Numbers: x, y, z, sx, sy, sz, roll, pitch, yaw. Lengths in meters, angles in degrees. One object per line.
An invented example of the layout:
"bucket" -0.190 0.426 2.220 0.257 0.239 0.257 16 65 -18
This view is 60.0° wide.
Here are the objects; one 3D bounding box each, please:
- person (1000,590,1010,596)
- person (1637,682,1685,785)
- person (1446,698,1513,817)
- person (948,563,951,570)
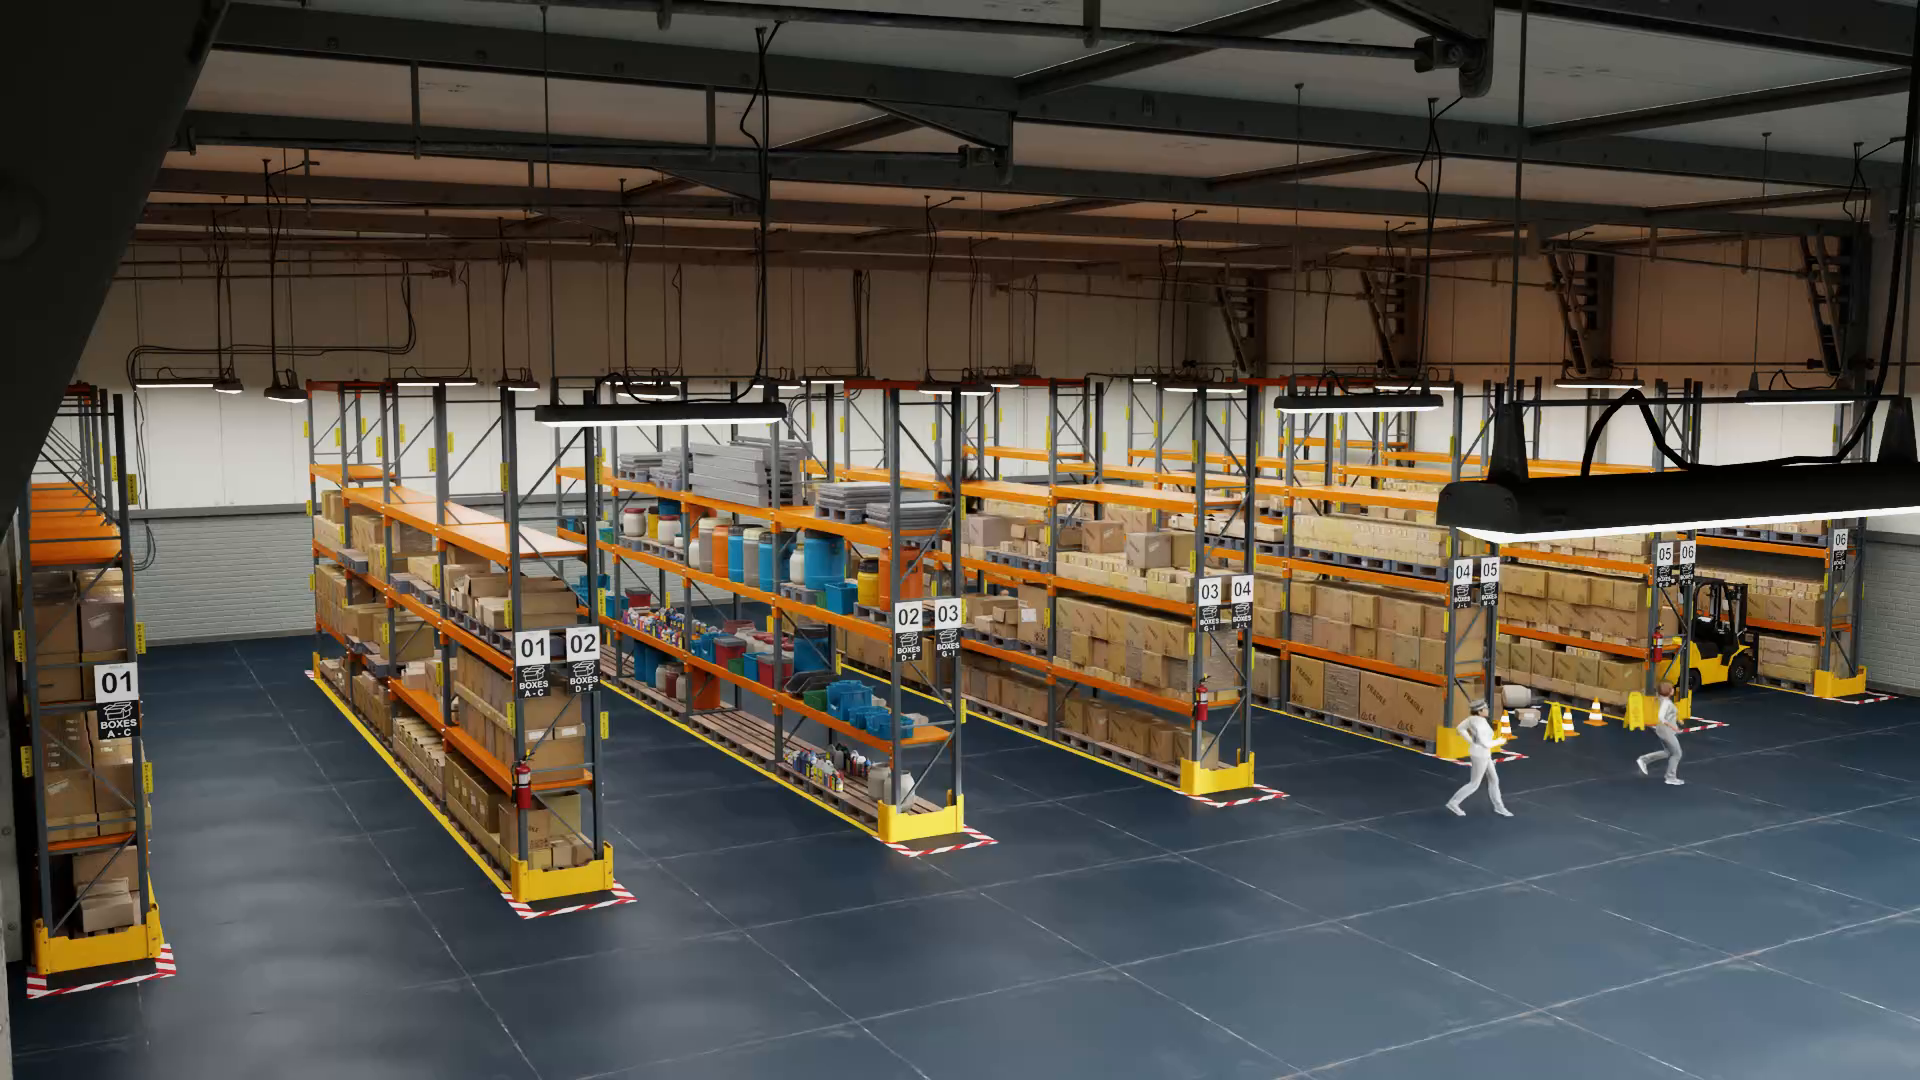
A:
"person" 0.909 1.915 33.825 0.713 1.647 0.753 -4 7 -30
"person" 10.570 2.901 25.004 0.680 1.553 0.542 2 6 14
"person" 7.250 3.029 23.128 0.938 1.692 0.621 1 6 8
"person" -0.211 1.383 38.463 0.741 1.732 0.571 -3 7 -28
